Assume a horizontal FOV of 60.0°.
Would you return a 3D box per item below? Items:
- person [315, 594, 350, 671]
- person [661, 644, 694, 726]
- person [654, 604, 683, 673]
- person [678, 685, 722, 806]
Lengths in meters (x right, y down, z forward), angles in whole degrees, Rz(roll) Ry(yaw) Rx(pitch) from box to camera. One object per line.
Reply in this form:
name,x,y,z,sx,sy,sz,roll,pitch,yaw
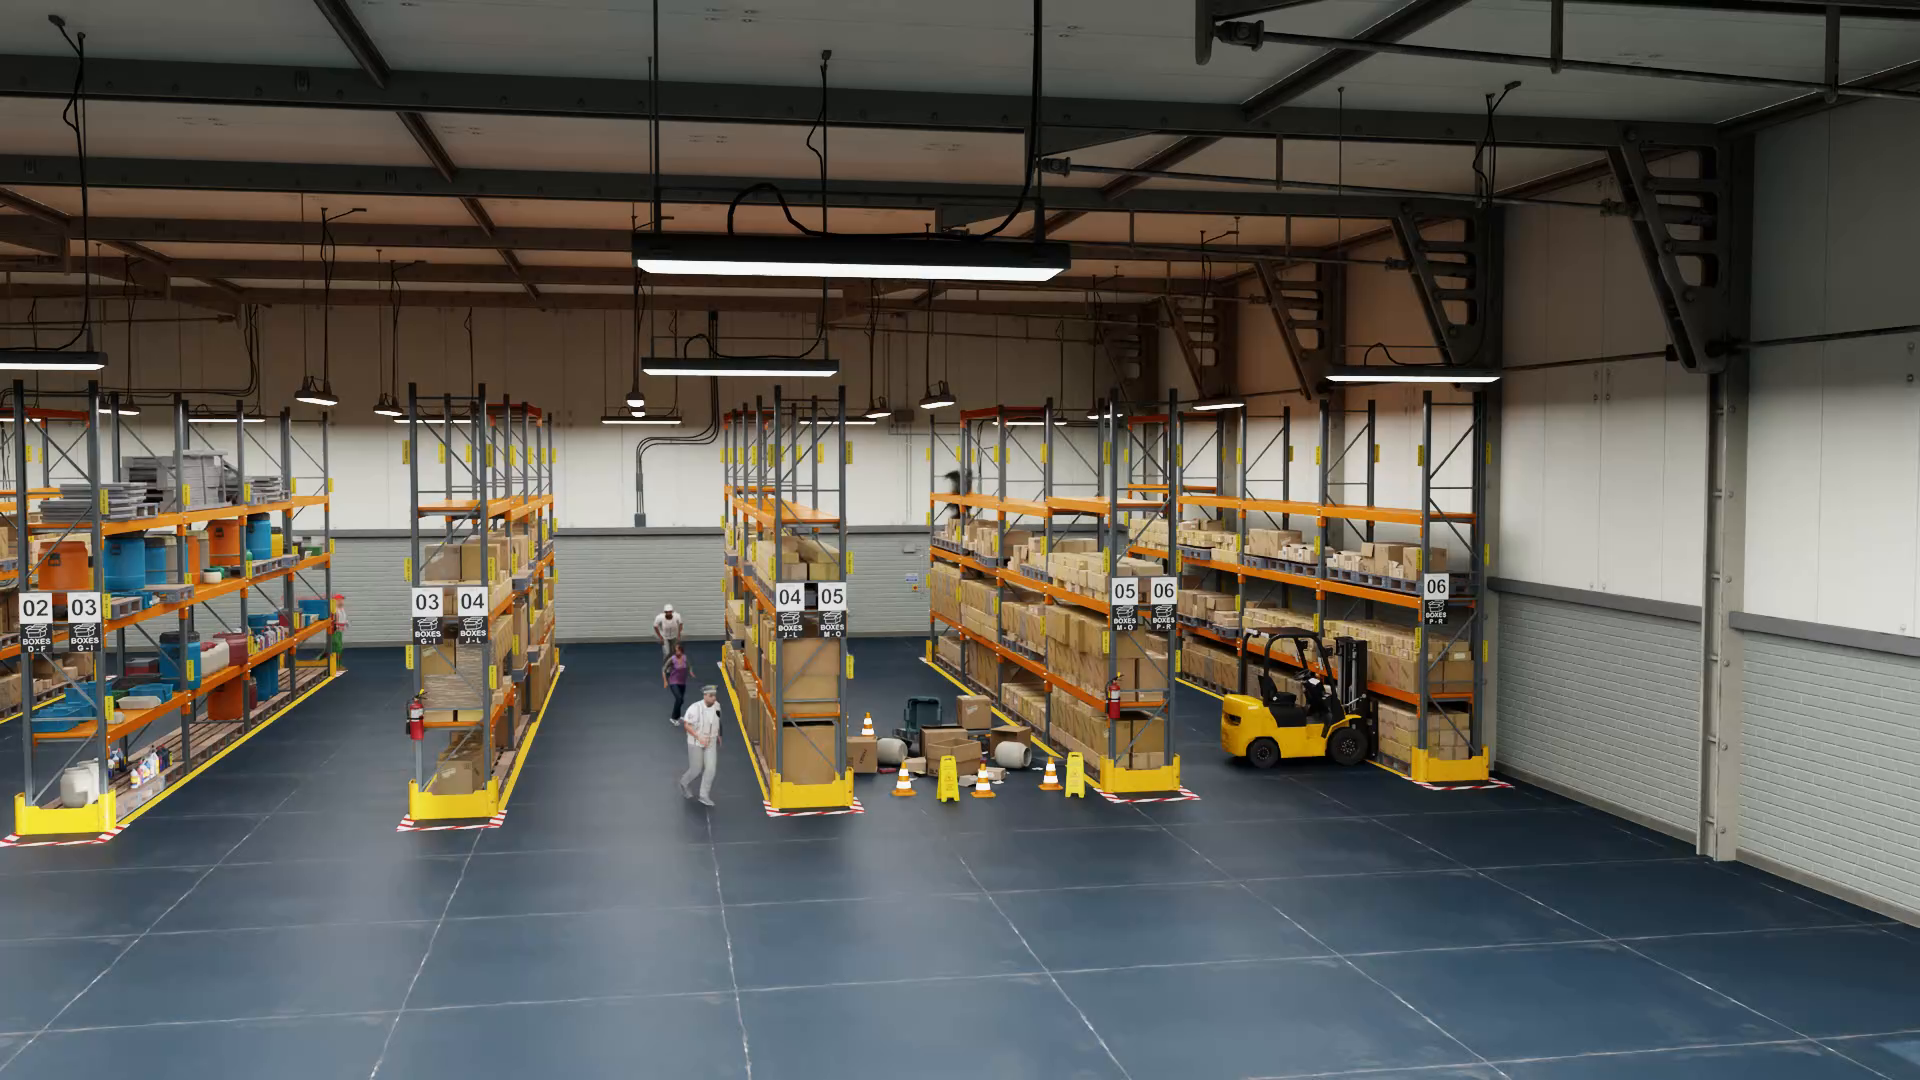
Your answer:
person,-14.595,2.146,38.841,0.961,1.749,0.710,1,3,13
person,-5.214,2.696,30.965,0.757,1.551,0.555,2,4,39
person,-6.732,2.254,38.338,0.707,1.622,0.910,-2,3,-33
person,-3.755,2.934,24.048,0.667,1.739,0.785,-2,4,-38
